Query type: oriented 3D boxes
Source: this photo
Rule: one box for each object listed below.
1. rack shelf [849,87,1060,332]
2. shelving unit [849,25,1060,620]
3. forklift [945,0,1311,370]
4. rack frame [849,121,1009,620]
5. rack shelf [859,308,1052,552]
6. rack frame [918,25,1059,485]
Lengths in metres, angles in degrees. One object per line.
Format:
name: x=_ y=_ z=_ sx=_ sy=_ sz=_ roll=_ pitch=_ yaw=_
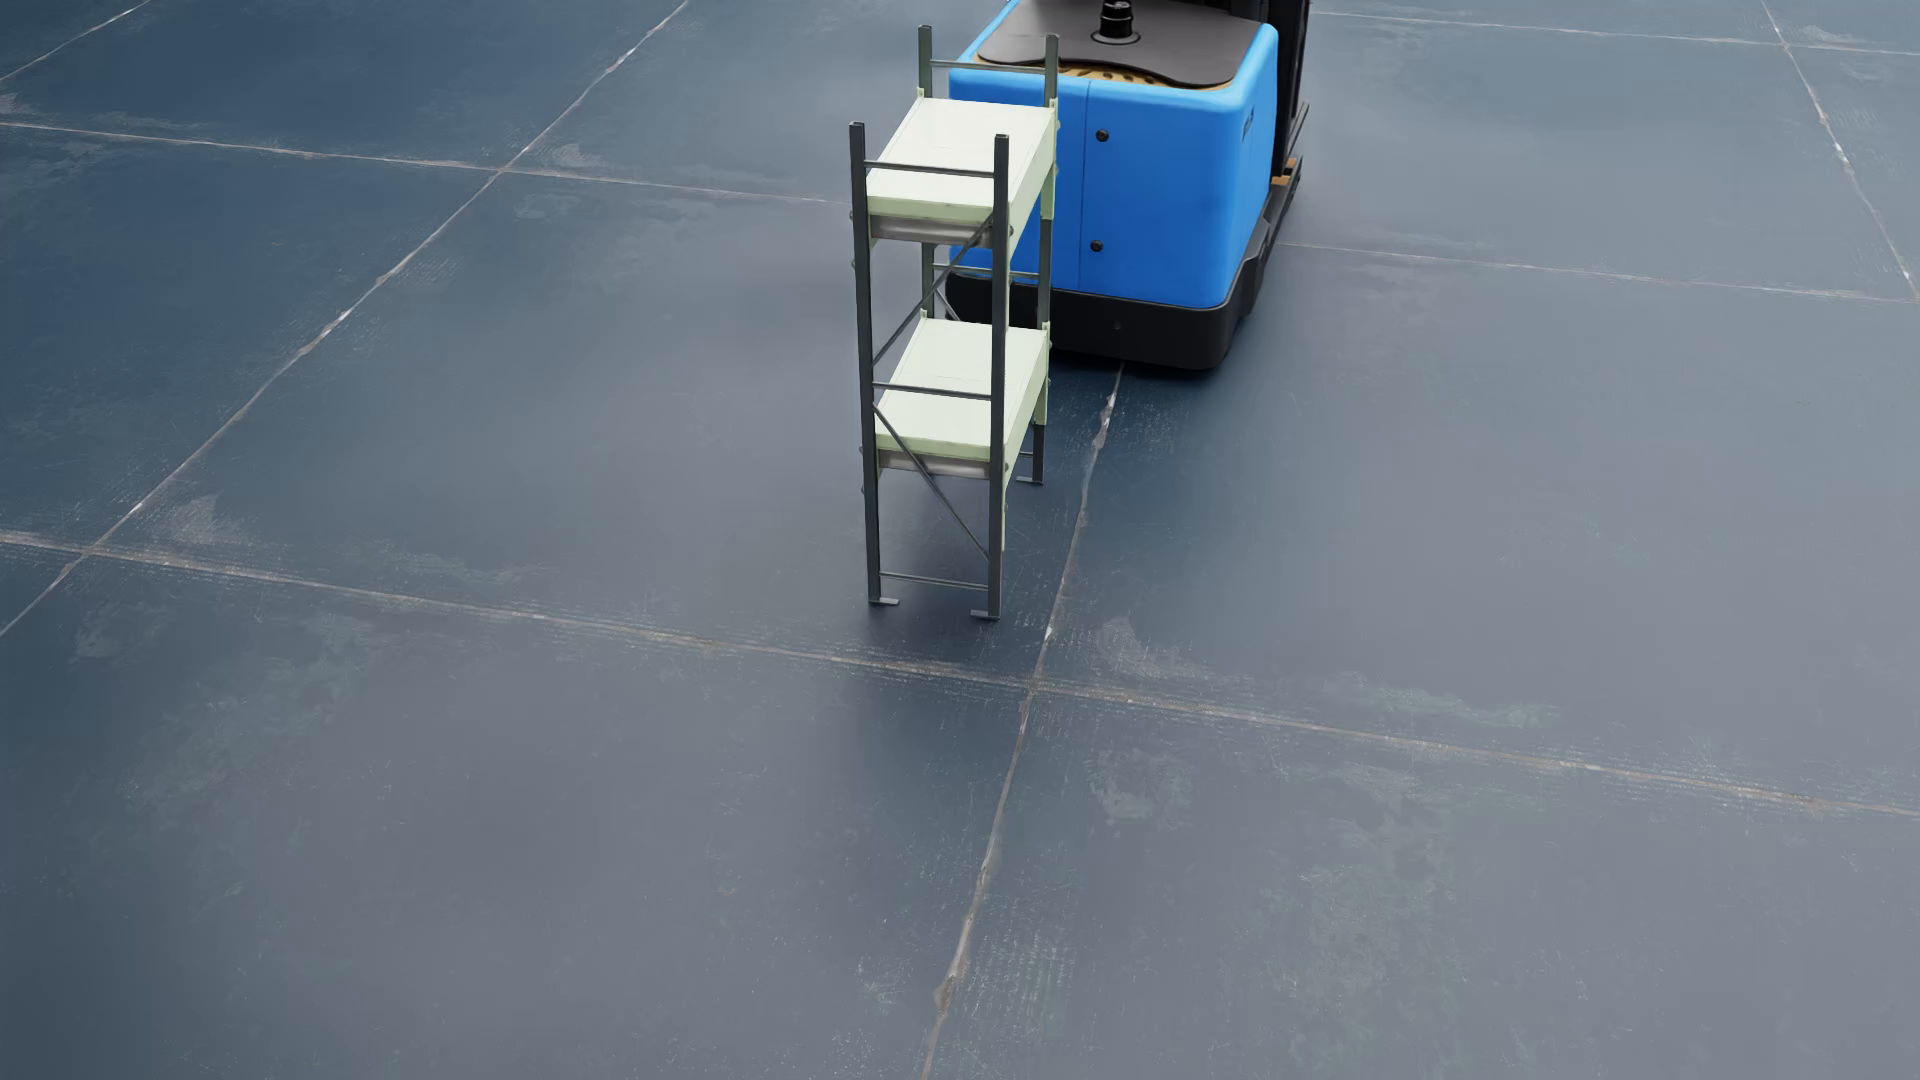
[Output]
rack shelf: x=0.001 y=-0.927 z=4.586 sx=0.431 sy=0.370 sz=0.720 roll=7 pitch=37 yaw=10
shelving unit: x=0.001 y=-0.611 z=4.815 sx=0.431 sy=1.500 sz=0.755 roll=7 pitch=37 yaw=10
forklift: x=0.878 y=-2.663 z=6.426 sx=1.130 sy=2.935 sz=3.031 roll=11 pitch=37 yaw=14
rack frame: x=-0.077 y=-0.401 z=4.526 sx=0.400 sy=1.500 sz=0.023 roll=7 pitch=37 yaw=10
rack shelf: x=0.001 y=-0.347 z=5.006 sx=0.431 sy=0.370 sz=0.720 roll=7 pitch=37 yaw=10
rack frame: x=0.080 y=-0.821 z=5.105 sx=0.400 sy=1.500 sz=0.023 roll=7 pitch=37 yaw=10
